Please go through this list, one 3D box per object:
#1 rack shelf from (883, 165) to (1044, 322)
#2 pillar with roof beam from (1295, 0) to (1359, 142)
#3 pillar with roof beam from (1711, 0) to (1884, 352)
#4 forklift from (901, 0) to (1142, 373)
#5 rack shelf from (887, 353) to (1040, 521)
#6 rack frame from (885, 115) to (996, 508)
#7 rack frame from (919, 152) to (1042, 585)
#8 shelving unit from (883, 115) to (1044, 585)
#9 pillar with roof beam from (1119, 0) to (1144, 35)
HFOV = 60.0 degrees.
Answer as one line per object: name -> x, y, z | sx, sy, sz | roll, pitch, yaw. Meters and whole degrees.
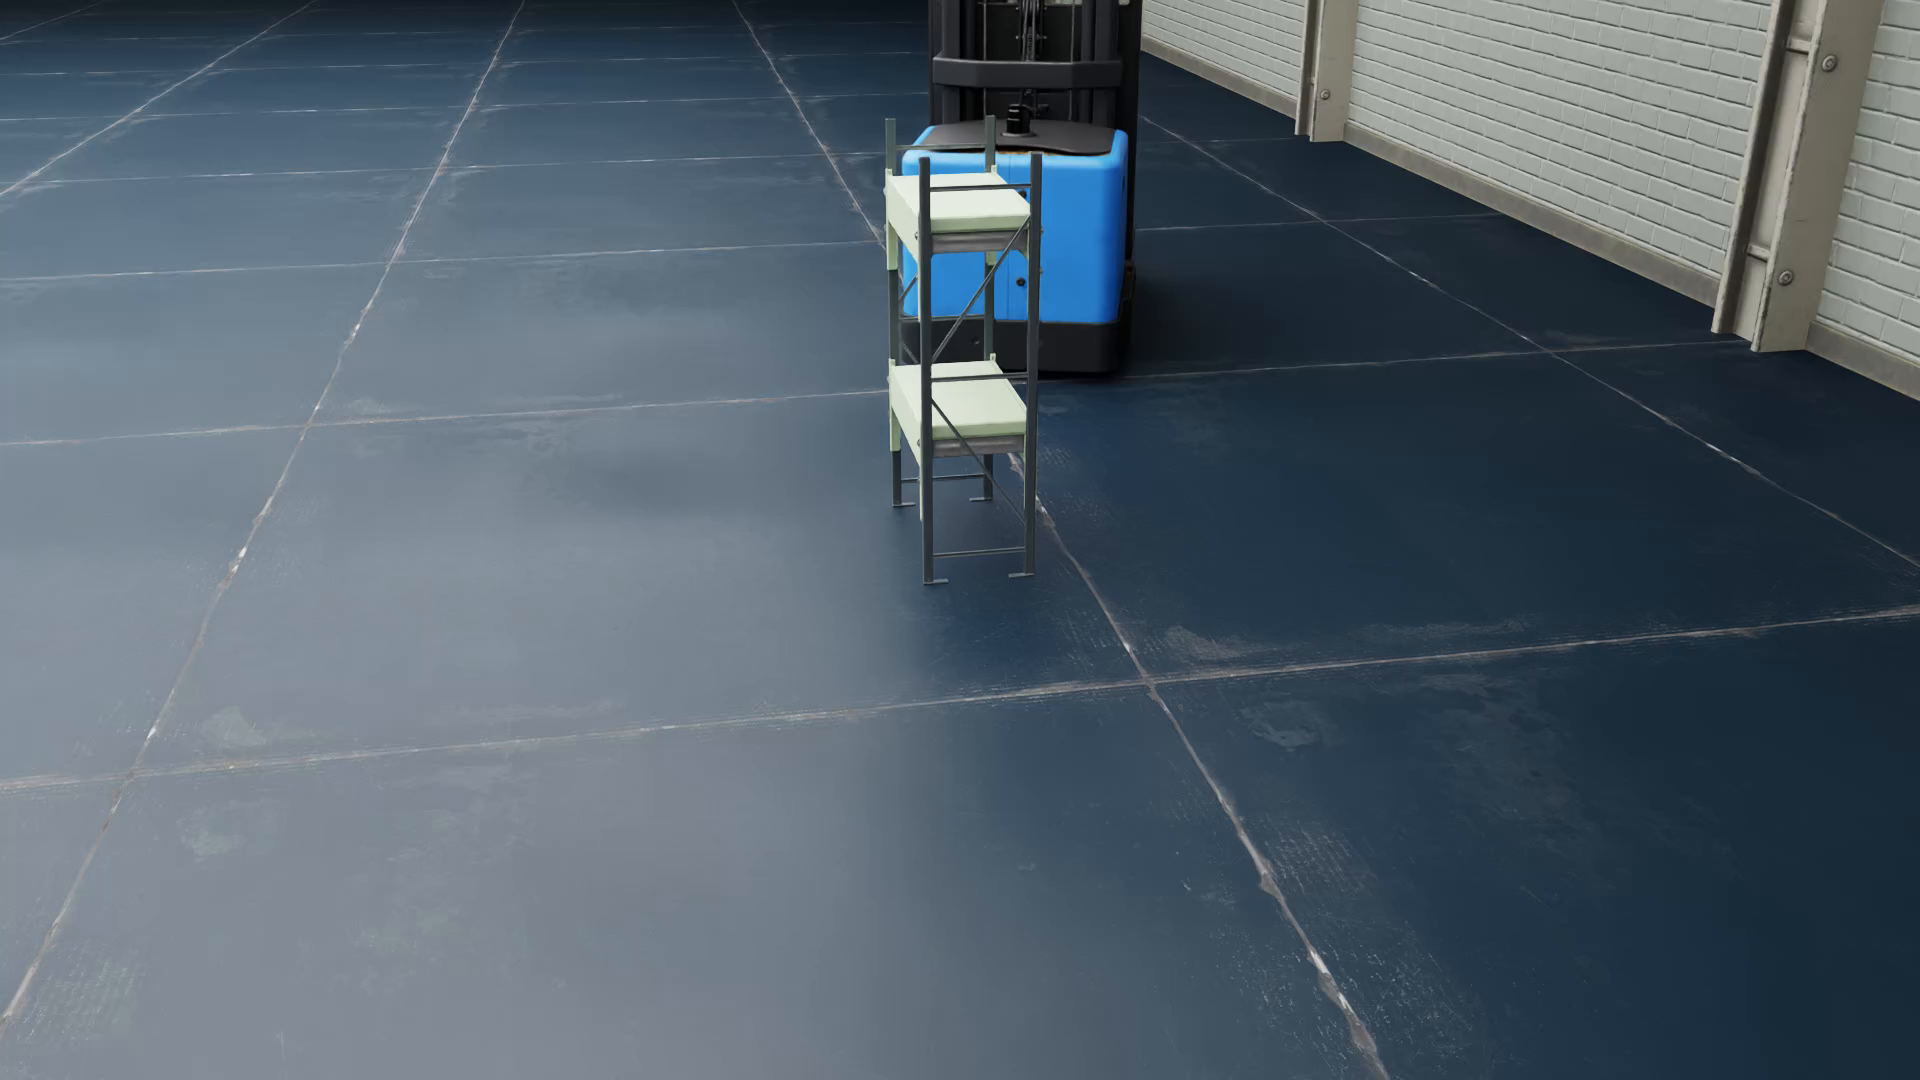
rack shelf -> -0.001, -1.048, 5.800 | 0.431, 0.370, 0.720 | -4, 24, -10
pillar with roof beam -> -1.188, -7.206, 11.506 | 9.100, 9.000, 0.400 | -4, 24, -10
pillar with roof beam -> -0.079, -4.846, 6.102 | 9.100, 9.000, 0.400 | -4, 24, -10
forklift -> 0.415, -2.693, 8.753 | 1.130, 2.935, 3.031 | 3, 24, 7
rack shelf -> -0.001, -0.391, 6.086 | 0.431, 0.370, 0.720 | -4, 24, -10
rack frame -> -0.069, -0.834, 6.285 | 0.400, 1.500, 0.023 | -4, 24, -10
rack frame -> 0.066, -0.546, 5.626 | 0.400, 1.500, 0.023 | -4, 24, -10
shelving unit -> -0.001, -0.690, 5.956 | 0.431, 1.500, 0.755 | -4, 24, -10
pillar with roof beam -> -2.298, -9.566, 16.910 | 9.100, 9.000, 0.400 | -4, 24, -10
